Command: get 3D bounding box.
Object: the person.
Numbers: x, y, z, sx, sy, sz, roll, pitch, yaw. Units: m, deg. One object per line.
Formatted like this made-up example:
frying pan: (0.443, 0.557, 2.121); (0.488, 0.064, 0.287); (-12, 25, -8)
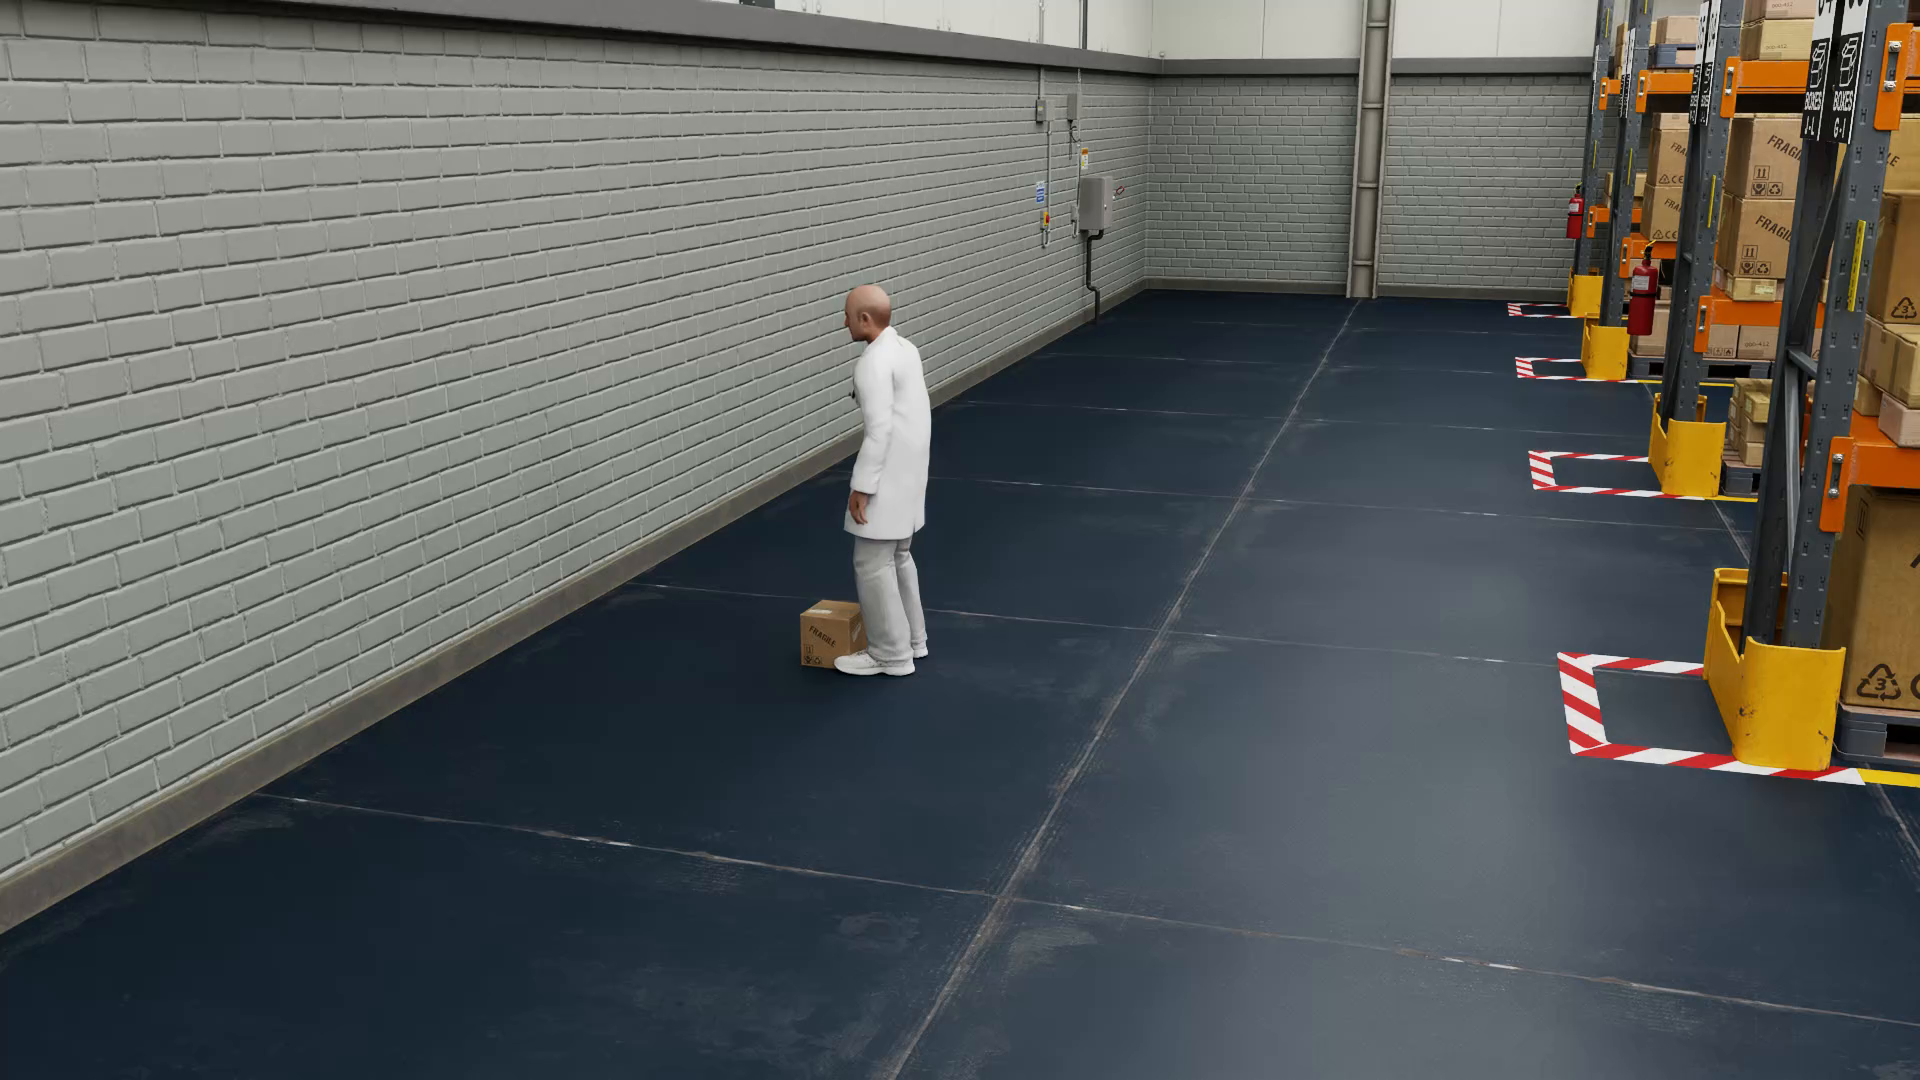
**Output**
person: (-0.345, -0.272, 7.573); (0.416, 1.774, 0.652); (4, 15, 15)
